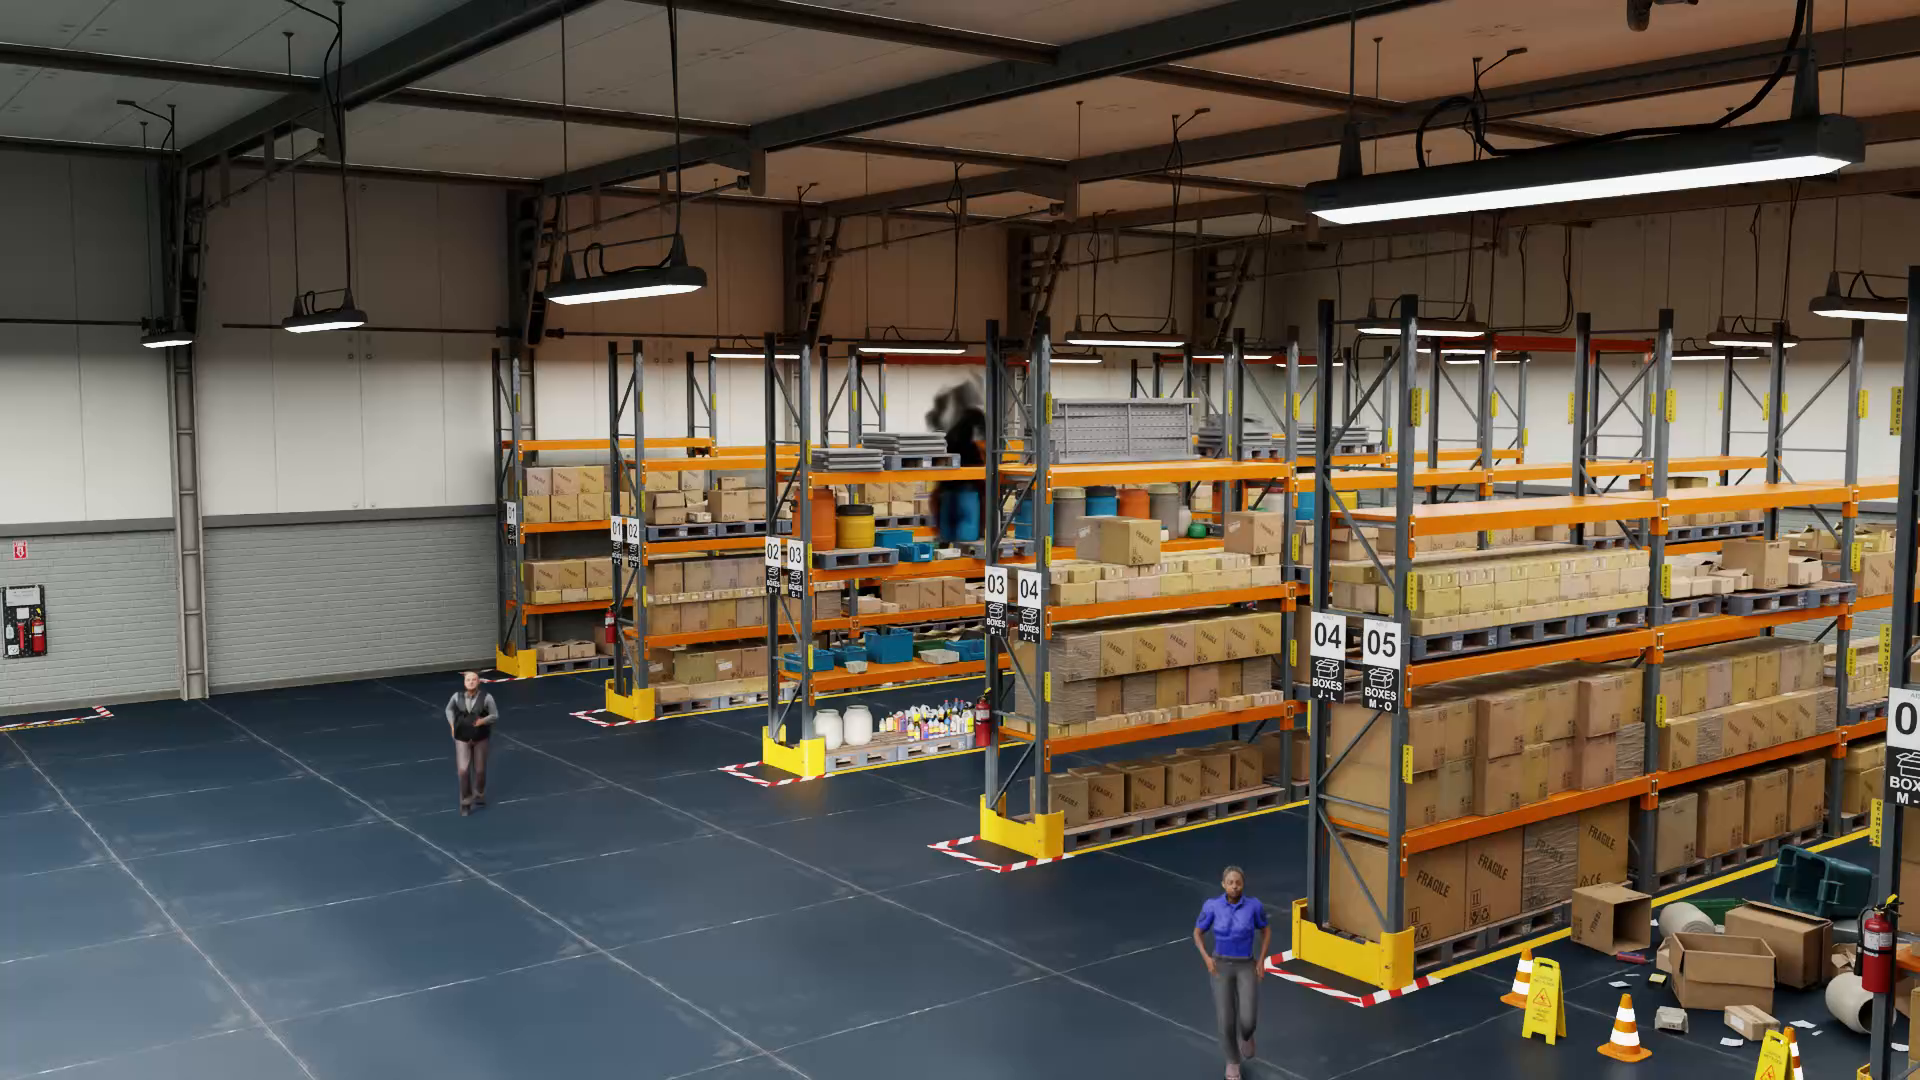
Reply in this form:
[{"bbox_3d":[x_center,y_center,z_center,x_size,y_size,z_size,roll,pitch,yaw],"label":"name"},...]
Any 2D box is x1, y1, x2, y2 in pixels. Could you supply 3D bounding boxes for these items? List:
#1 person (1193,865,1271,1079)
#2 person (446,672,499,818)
[{"bbox_3d":[2.059,3.260,12.605,0.589,1.624,0.557,1,5,7],"label":"person"},{"bbox_3d":[-6.018,2.514,20.534,0.647,1.782,0.707,-1,5,-13],"label":"person"}]
